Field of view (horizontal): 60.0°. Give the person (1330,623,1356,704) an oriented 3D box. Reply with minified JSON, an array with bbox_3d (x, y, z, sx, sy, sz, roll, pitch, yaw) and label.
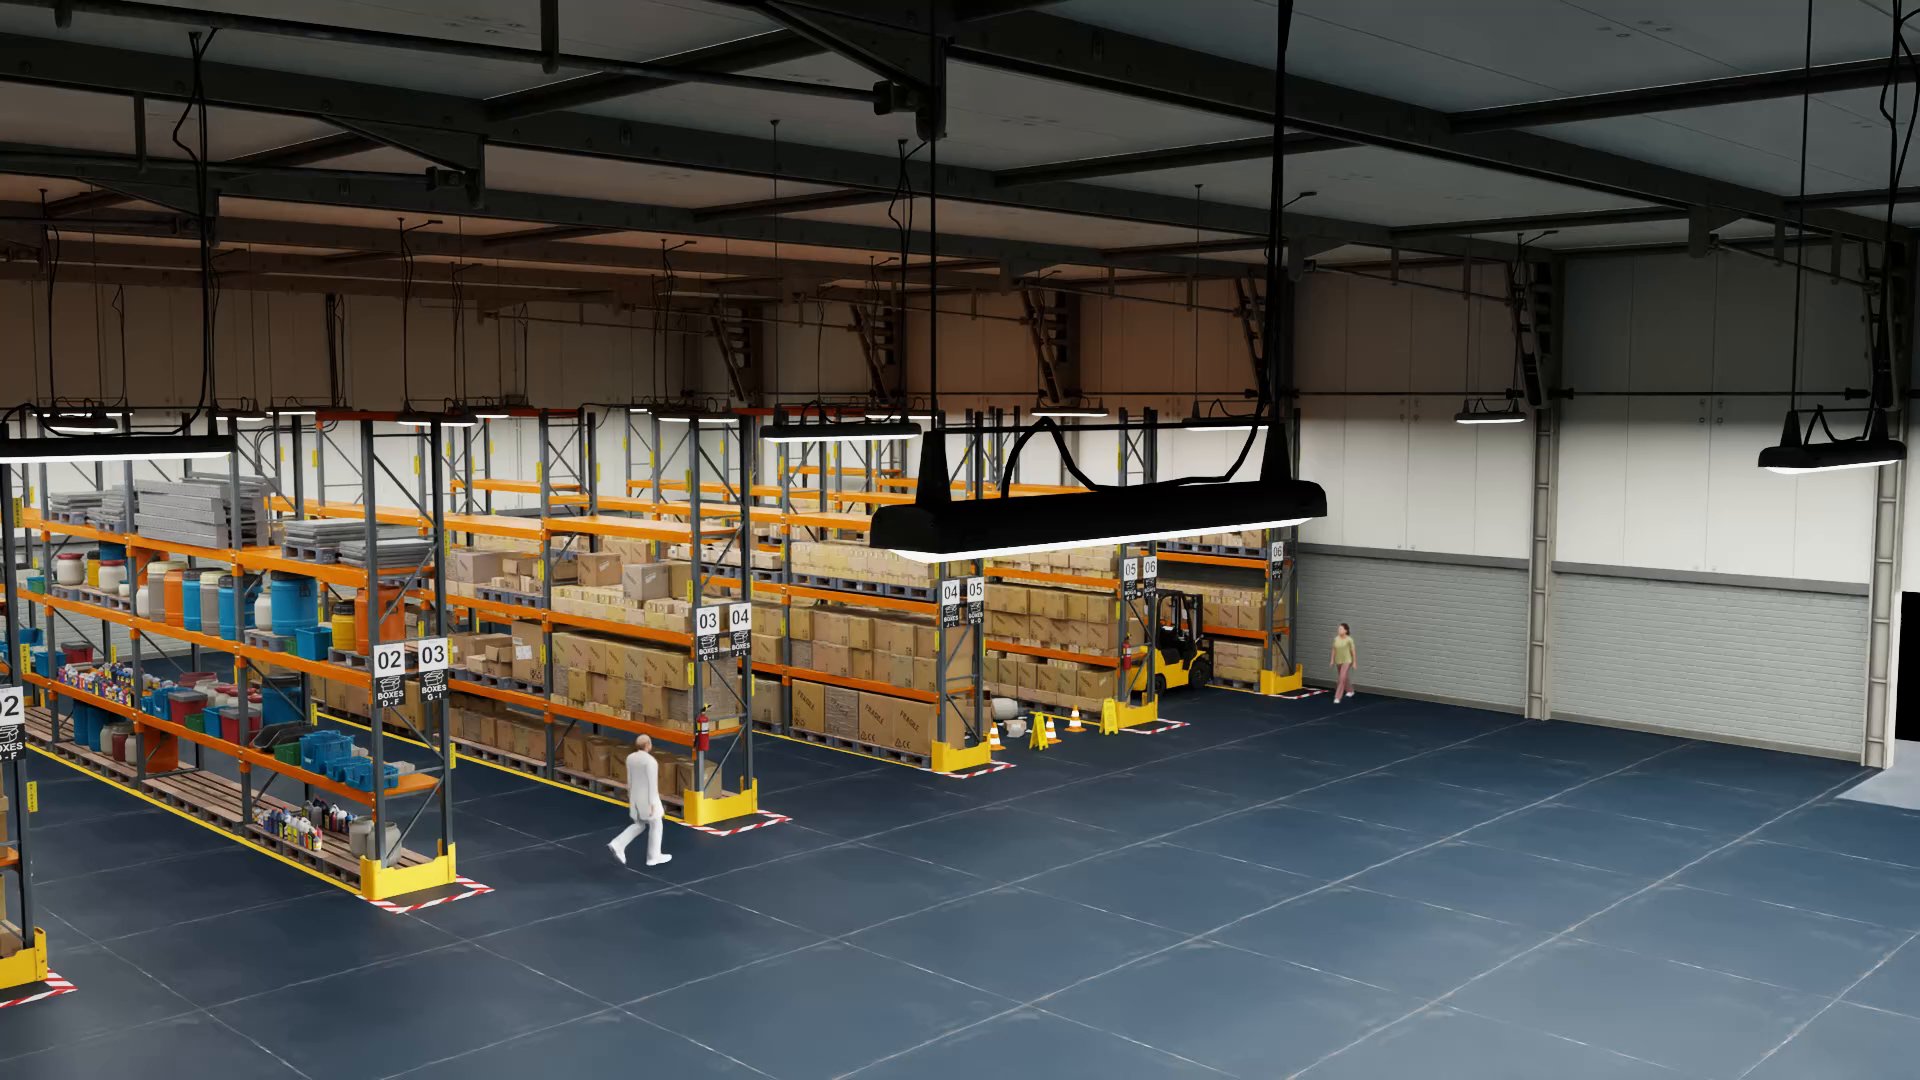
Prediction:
[{"bbox_3d":[7.848,2.503,34.035,0.493,1.619,1.053,4,7,39],"label":"person"}]

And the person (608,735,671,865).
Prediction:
[{"bbox_3d":[-4.258,3.475,22.165,0.573,1.757,0.832,5,7,42],"label":"person"}]
